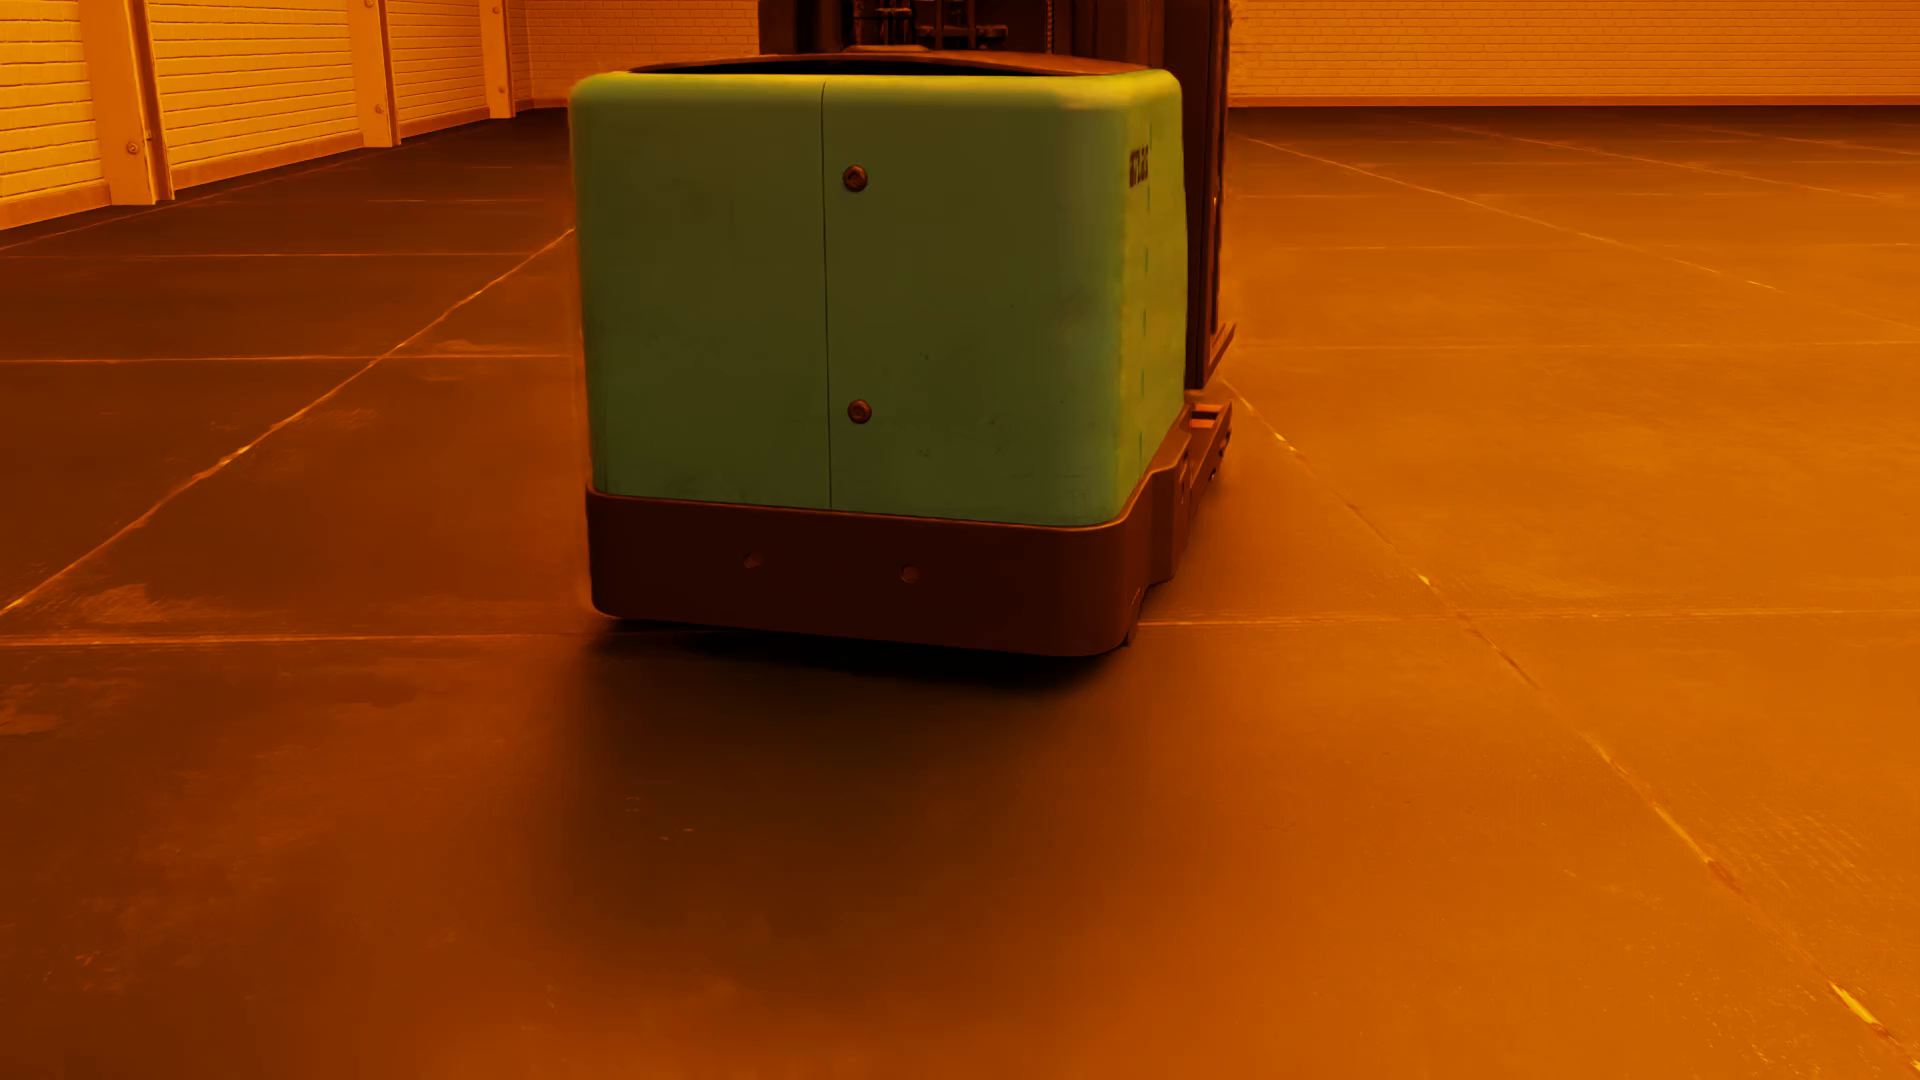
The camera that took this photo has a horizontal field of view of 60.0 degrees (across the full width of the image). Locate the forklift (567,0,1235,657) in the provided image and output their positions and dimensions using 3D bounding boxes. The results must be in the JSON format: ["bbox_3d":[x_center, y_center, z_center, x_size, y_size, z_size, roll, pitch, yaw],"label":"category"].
[{"bbox_3d":[0.137,-1.582,4.080,1.130,2.935,3.031,4,18,14],"label":"forklift"}]
